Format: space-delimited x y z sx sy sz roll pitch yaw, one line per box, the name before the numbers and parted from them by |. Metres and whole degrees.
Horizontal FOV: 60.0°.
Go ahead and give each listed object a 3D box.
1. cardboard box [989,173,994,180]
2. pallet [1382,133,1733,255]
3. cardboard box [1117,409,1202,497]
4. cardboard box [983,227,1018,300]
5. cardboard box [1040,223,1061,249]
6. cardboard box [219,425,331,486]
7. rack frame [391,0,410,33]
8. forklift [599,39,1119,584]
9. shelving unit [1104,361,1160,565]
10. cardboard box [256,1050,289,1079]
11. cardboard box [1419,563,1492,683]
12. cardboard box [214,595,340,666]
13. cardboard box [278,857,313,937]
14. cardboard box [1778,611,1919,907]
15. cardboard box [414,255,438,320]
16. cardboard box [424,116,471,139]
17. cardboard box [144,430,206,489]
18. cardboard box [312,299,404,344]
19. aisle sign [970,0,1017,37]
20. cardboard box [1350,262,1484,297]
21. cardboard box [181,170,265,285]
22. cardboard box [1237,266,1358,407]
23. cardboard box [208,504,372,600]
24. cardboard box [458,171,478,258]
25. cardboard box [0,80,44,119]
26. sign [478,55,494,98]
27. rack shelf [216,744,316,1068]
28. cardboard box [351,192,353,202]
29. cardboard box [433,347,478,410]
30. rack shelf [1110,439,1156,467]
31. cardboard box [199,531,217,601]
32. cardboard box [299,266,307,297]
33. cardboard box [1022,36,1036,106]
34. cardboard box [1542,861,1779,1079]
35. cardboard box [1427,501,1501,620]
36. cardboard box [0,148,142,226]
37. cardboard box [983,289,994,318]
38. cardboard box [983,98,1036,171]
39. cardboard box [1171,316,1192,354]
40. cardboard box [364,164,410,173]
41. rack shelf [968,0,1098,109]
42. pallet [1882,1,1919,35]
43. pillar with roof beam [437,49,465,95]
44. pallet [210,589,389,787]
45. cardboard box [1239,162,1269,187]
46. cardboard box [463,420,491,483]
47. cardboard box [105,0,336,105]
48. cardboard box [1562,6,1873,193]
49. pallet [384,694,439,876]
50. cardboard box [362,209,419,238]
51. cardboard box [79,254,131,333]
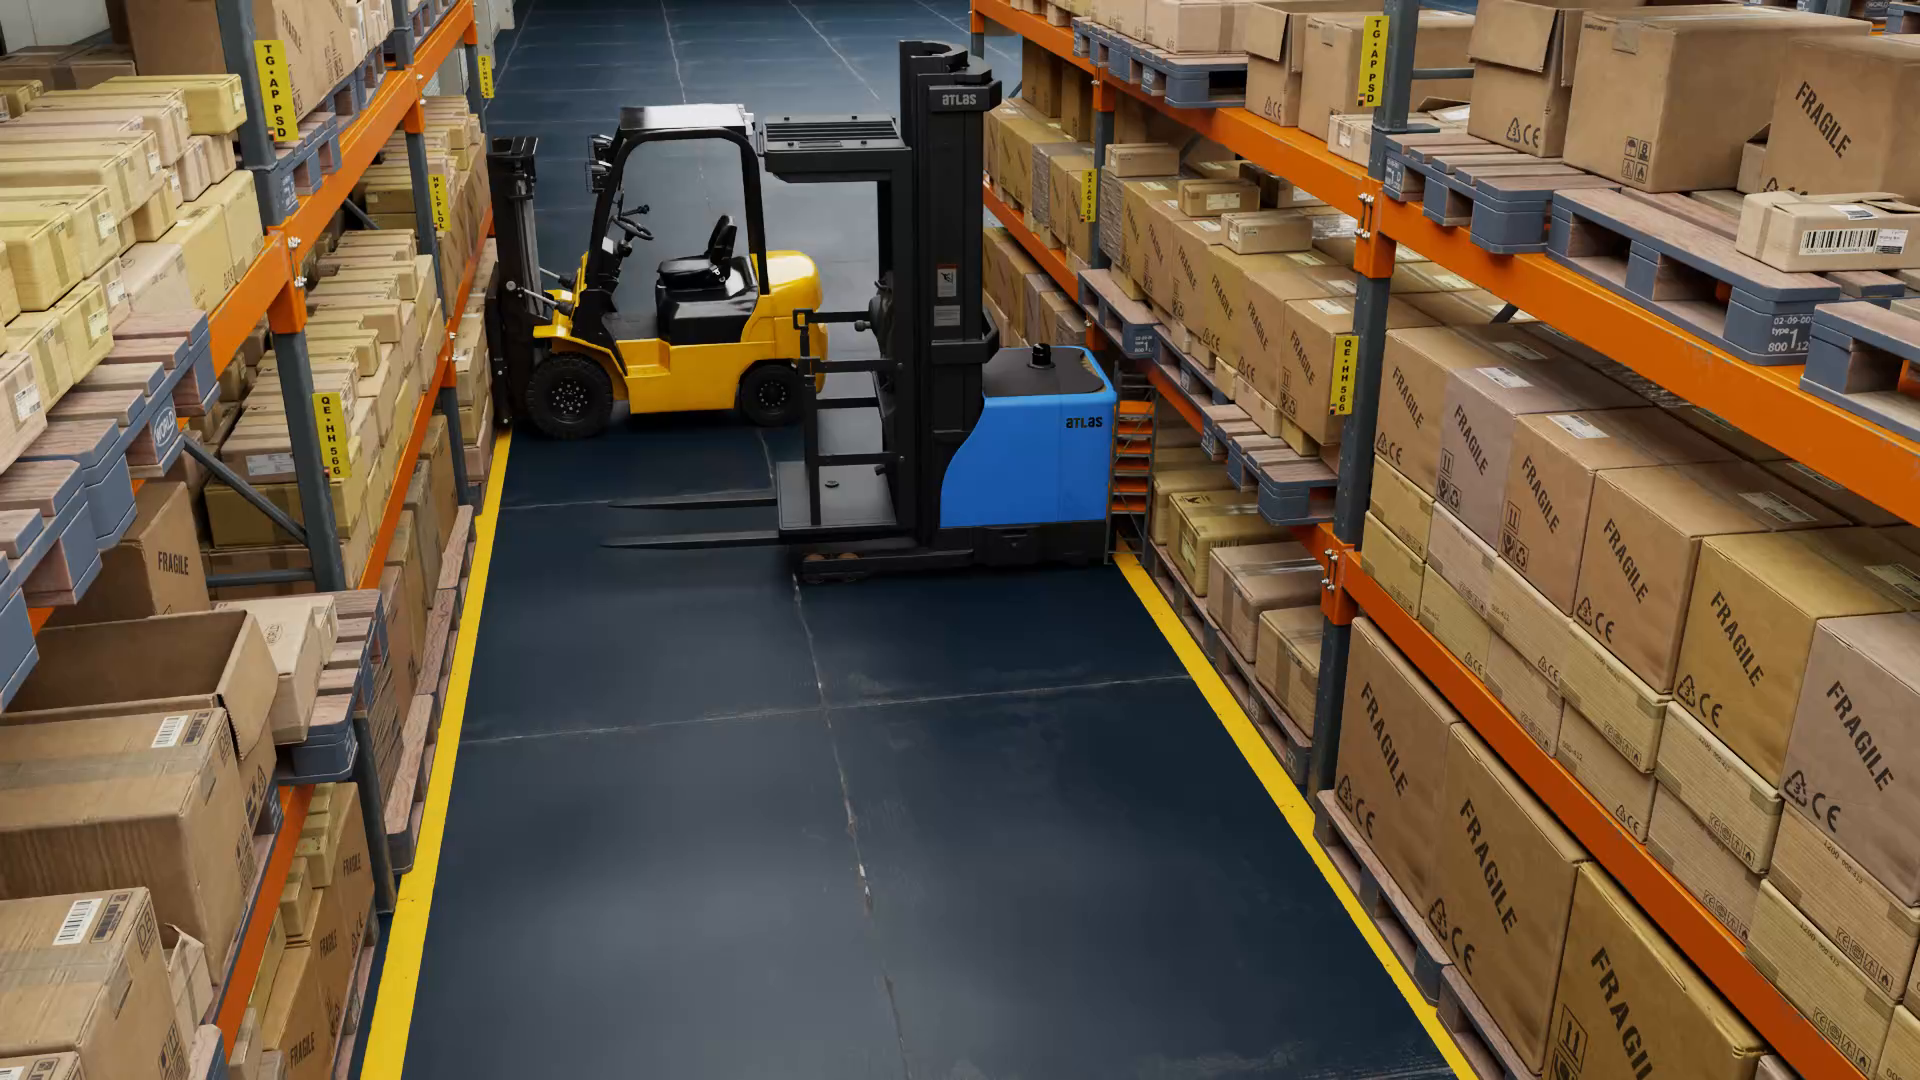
cardboard box | 0.452 -3.089 13.890 0.380 0.149 0.250 -4 24 -10
pallet | 2.244 -1.245 5.842 1.213 0.211 1.003 -3 24 -7
cardboard box | 1.432 -0.562 10.548 0.950 0.372 0.625 -4 24 -9
cardboard box | 0.475 -2.282 13.702 0.500 0.500 0.500 -5 24 -12
cardboard box | 0.783 -2.168 11.780 0.380 0.149 0.250 -5 24 -11
cardboard box | -2.574 -0.328 6.318 0.380 0.149 0.250 -4 24 -8
rack frame | -3.545 -4.160 8.533 1.000 3.000 0.127 -4 24 -10
forklift | -0.625 -1.313 9.594 3.031 2.935 1.130 -3 24 -6
shelving unit | 0.985 -0.435 9.640 0.258 1.200 0.189 1 25 -2
cardboard box | -2.220 1.872 4.815 0.500 0.500 0.500 -5 24 -12
cardboard box | 2.028 0.274 6.063 0.500 0.250 0.500 -5 24 -11
cardboard box | -2.306 0.315 5.571 0.380 0.149 0.250 -4 24 -9
cardboard box | -2.378 1.205 5.530 0.380 0.149 0.250 -5 24 -12
cardboard box | 2.380 0.503 3.977 0.500 0.500 0.500 -4 24 -9
cardboard box | -3.203 -1.397 9.264 0.500 0.250 0.500 -5 24 -11
cardboard box | -3.730 -2.945 11.939 0.380 0.149 0.250 -4 24 -8
cardboard box | -3.064 -0.294 6.240 0.380 0.149 0.250 -4 24 -8
cardboard box | -2.873 -1.037 7.942 0.380 0.149 0.250 -5 24 -11
aisle sign | 0.277 -4.546 13.663 0.394 0.787 0.004 -4 24 -10
cardboard box | 2.113 -0.980 7.724 0.500 0.500 0.500 -3 24 -7
cardboard box | -2.471 -0.960 5.139 0.500 0.250 0.500 -5 24 -12
cardboard box | 1.609 -0.942 7.638 0.500 0.500 0.500 -5 24 -11
cardboard box | -2.647 0.038 6.602 0.500 0.250 0.500 -4 24 -10
cardboard box | -3.650 -2.253 11.536 0.500 0.500 0.500 -4 24 -9
cardboard box | -3.009 -1.297 5.043 0.380 0.149 0.250 -5 24 -12
sign | -3.748 -3.658 13.136 0.100 0.325 0.005 -4 24 -10
rack shelf | -2.435 1.279 4.474 1.077 0.370 4.000 -4 24 -10
cardboard box | -4.063 -2.161 10.516 0.380 0.149 0.250 -4 24 -9
cardboard box | -3.326 -1.015 10.488 0.500 0.250 0.500 -5 24 -11
rack shelf | 0.988 -0.504 9.608 0.258 0.103 0.180 1 25 -2
cardboard box | -3.139 0.073 6.522 0.500 0.250 0.500 -5 24 -11
cardboard box | -3.579 -1.293 8.528 0.380 0.149 0.250 -5 24 -10
cardboard box | 0.902 -3.809 13.478 0.700 0.500 0.500 -5 24 -11
cardboard box | 2.444 1.555 5.071 0.875 0.875 0.875 -4 24 -8
cardboard box | 2.018 0.054 5.941 0.500 0.250 0.500 -4 24 -8
cardboard box | -2.211 -0.839 3.993 0.380 0.149 0.250 -4 24 -10
cardboard box | 0.471 -1.948 13.873 0.500 0.250 0.500 -5 24 -10
cardboard box | 0.408 -3.329 13.627 0.500 0.500 0.500 -5 24 -11
cardboard box | 1.338 -1.102 8.814 0.380 0.149 0.250 -3 24 -8
cardboard box | -3.505 -2.234 10.310 0.380 0.149 0.250 -5 24 -11
rack shelf | 0.963 -3.612 11.923 1.077 0.370 4.000 -4 24 -10
pallet | 6.397 -3.116 10.128 0.805 0.209 1.217 -5 24 -12
pillar with roof beam | -3.029 -10.432 22.892 9.100 9.000 0.400 -4 24 -10
pallet | -2.611 0.512 5.571 1.213 0.211 1.003 -4 24 -10
cardboard box | 1.780 -2.017 9.288 0.380 0.149 0.250 -5 24 -11
cardboard box | -3.309 -0.558 10.691 0.500 0.250 0.500 -4 24 -9
cardboard box | -2.891 -1.991 6.538 0.700 0.500 0.500 -5 24 -11
cardboard box | 2.442 -1.444 5.412 0.700 0.500 0.500 -6 24 -12
pallet | -2.919 1.113 7.437 1.003 0.211 1.213 -4 24 -10
cardboard box | -3.345 -1.899 9.915 0.380 0.149 0.250 -5 24 -11
cardboard box | -2.039 -0.512 3.591 0.380 0.149 0.250 -4 24 -9
